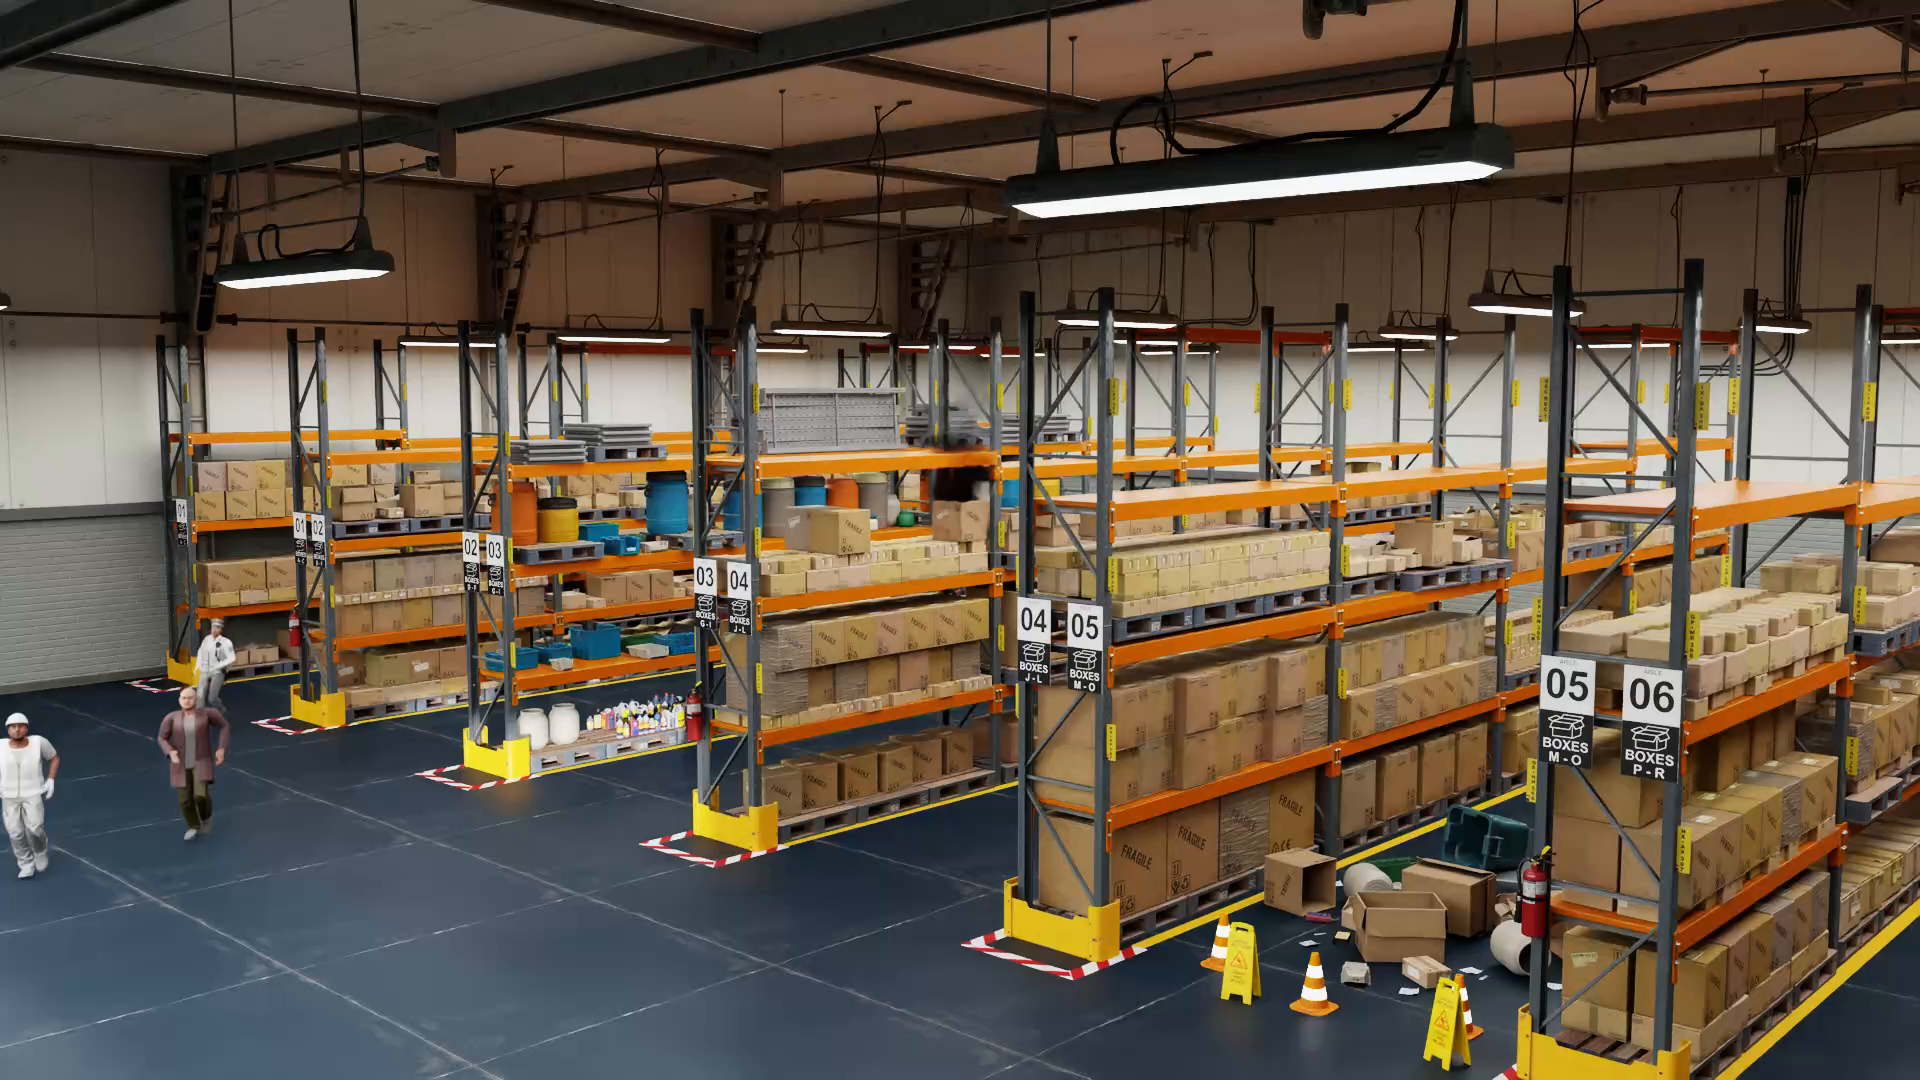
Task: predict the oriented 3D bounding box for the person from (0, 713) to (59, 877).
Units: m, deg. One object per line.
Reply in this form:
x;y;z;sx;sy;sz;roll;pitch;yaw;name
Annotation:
-9.770;2.665;17.293;0.682;1.741;0.571;-2;6;-22;person

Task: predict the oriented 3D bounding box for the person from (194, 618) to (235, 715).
-11.163;2.007;24.867;0.649;1.684;0.776;0;5;3;person

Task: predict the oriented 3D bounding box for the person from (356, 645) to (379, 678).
-9.884;1.664;27.986;0.670;1.801;0.728;3;6;28;person

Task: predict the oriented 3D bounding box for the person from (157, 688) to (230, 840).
-8.652;2.535;18.767;0.742;1.741;0.639;-2;6;-19;person
